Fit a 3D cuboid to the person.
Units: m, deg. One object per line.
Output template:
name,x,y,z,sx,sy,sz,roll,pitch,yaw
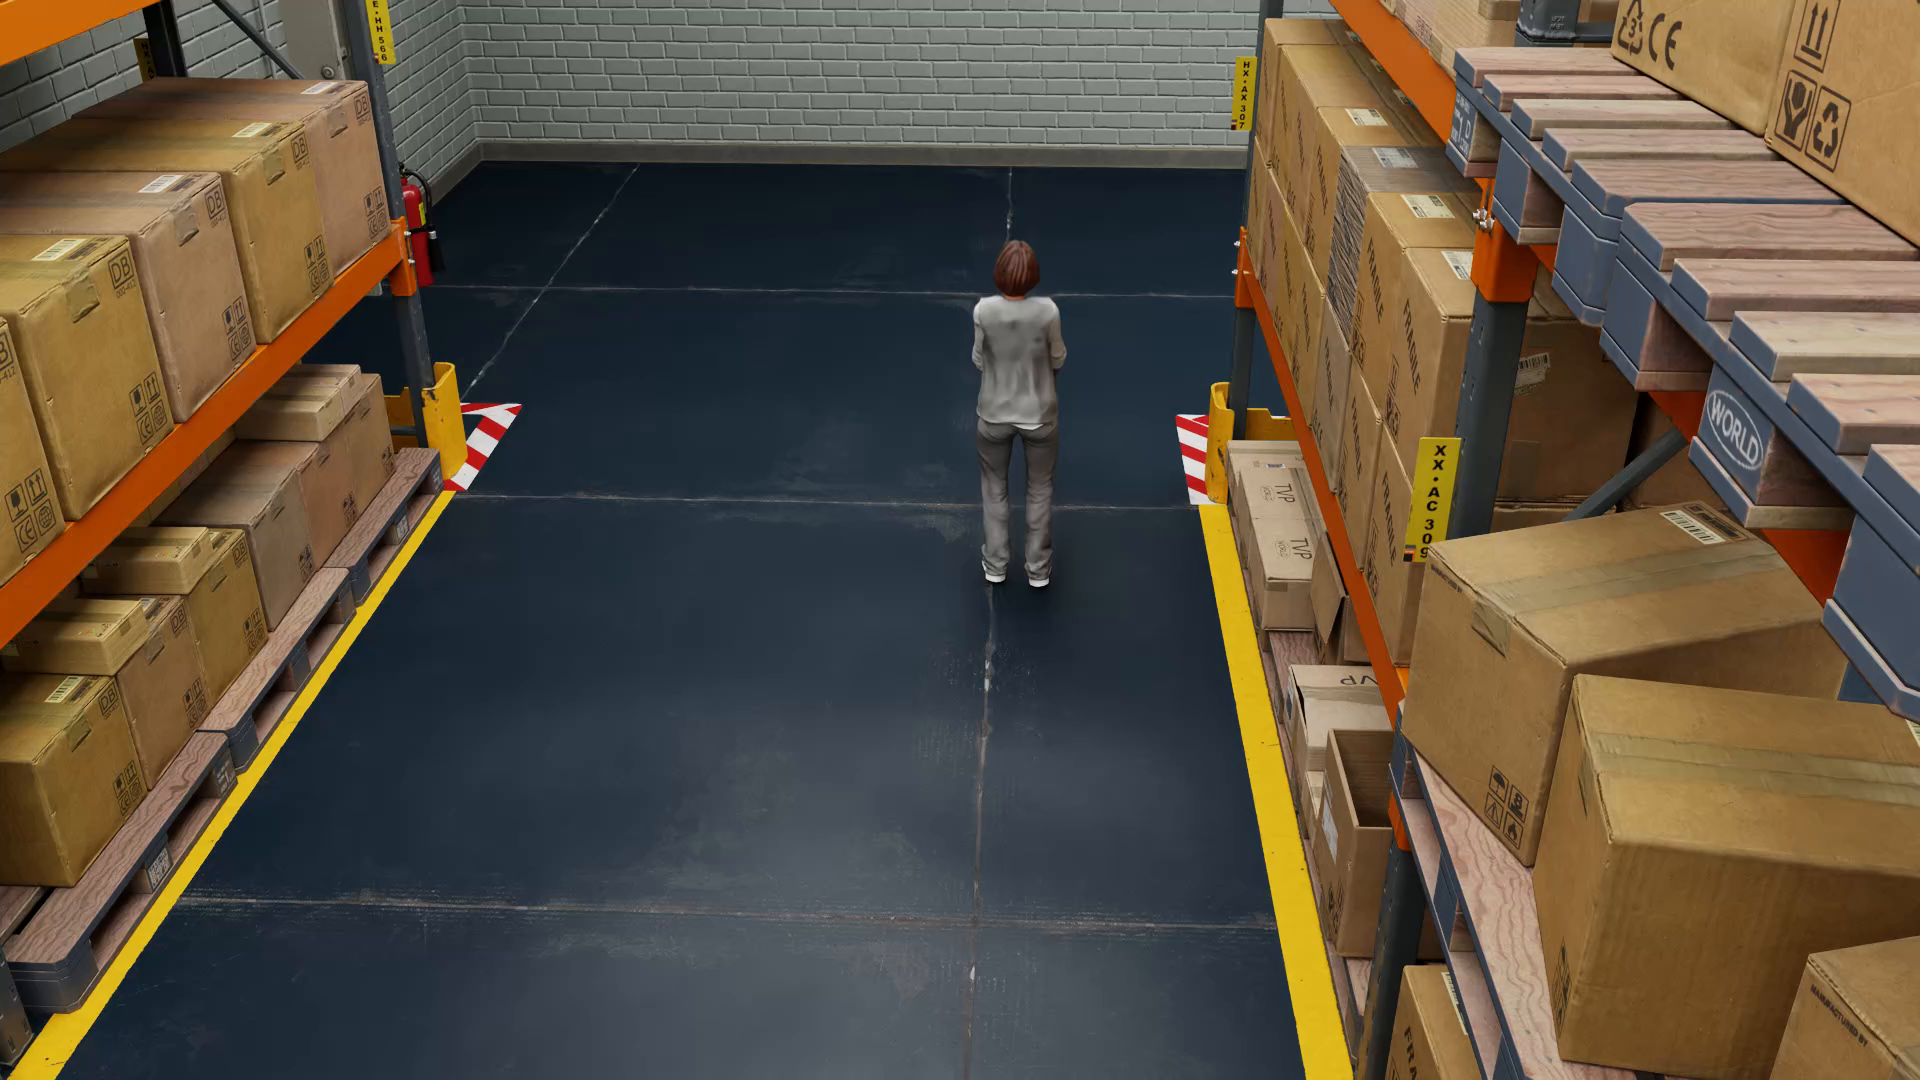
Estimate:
person,0.251,-0.565,7.186,0.405,1.594,0.489,1,28,3
